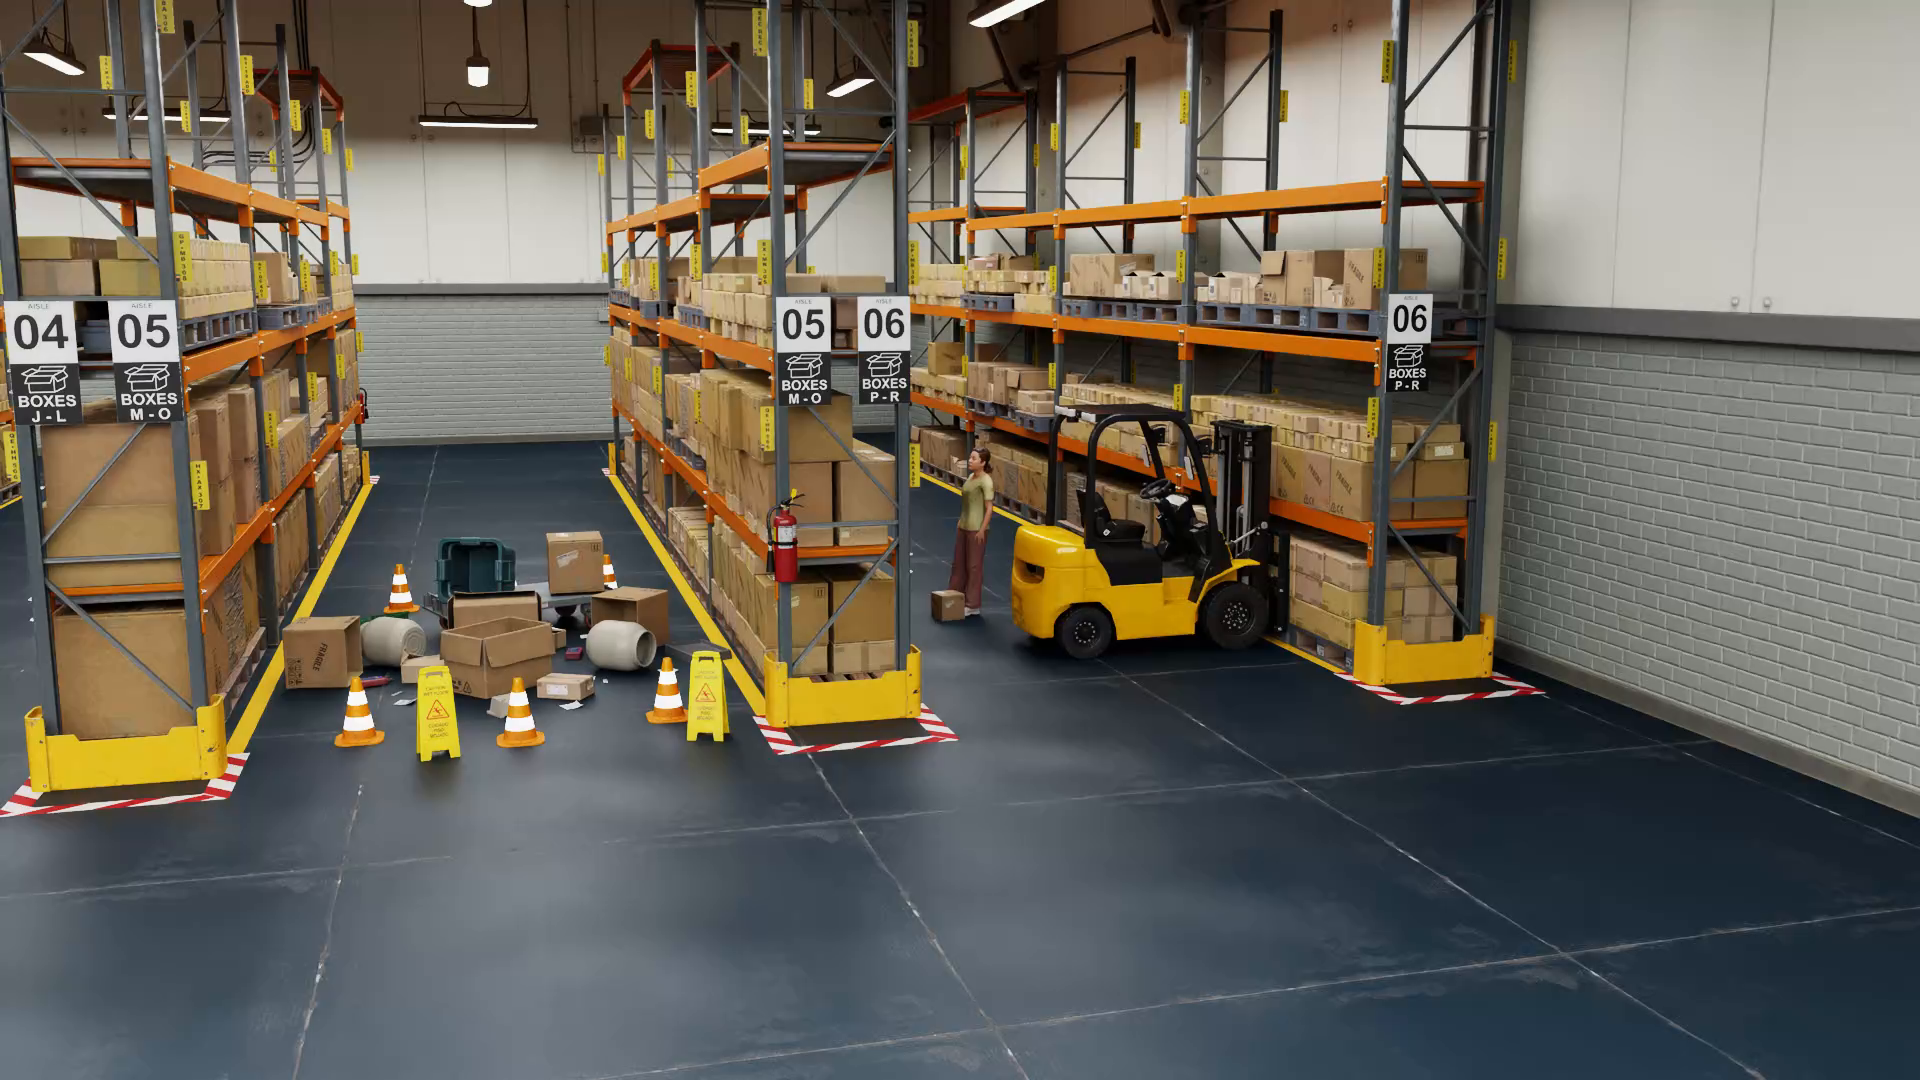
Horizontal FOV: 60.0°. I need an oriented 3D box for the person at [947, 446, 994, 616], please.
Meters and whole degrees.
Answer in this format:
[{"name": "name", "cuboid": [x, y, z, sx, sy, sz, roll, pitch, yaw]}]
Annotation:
[{"name": "person", "cuboid": [0.065, -0.087, 16.355, 0.549, 1.675, 0.555, -4, 10, -24]}]
